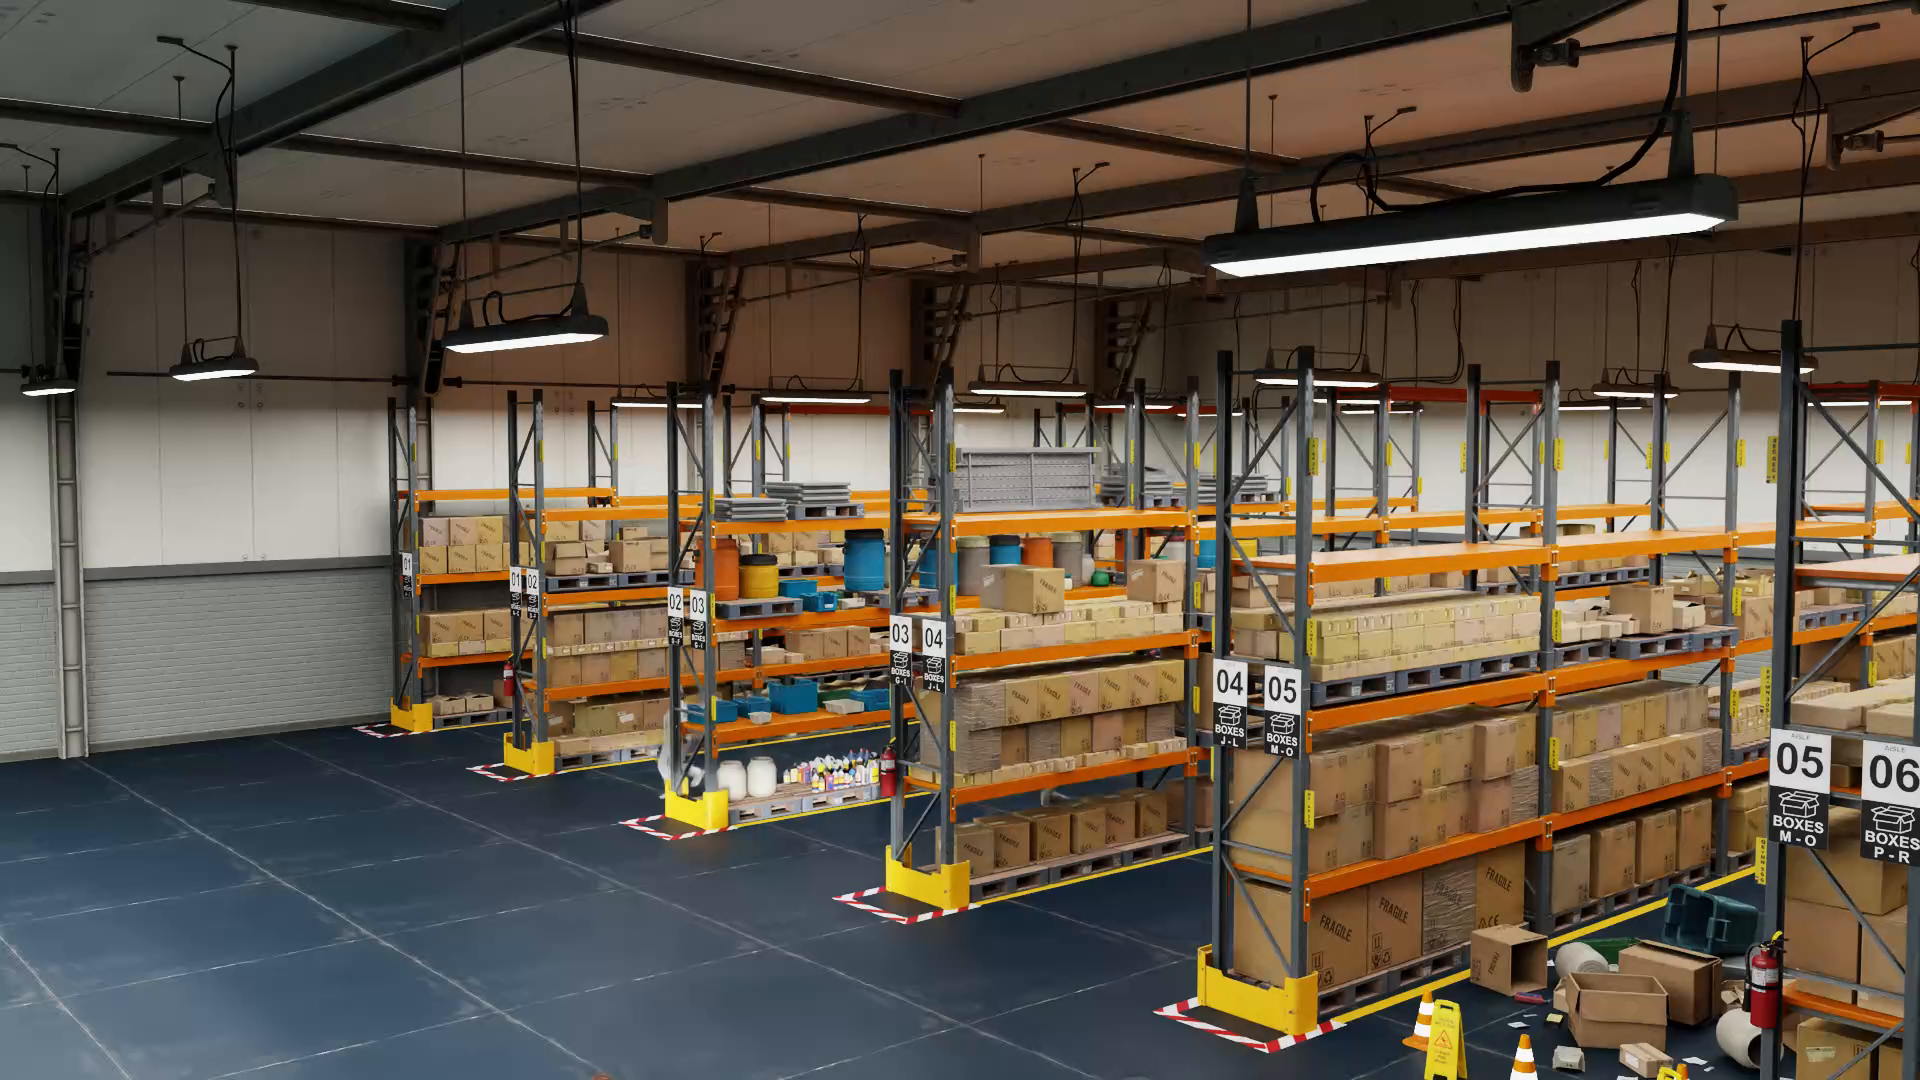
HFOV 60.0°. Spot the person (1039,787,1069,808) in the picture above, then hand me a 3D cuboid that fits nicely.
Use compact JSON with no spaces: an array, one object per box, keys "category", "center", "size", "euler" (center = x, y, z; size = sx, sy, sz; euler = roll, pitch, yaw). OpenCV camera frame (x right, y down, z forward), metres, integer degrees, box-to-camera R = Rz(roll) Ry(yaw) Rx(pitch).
[{"category":"person","center":[1.250,3.049,22.183],"size":[0.617,1.682,0.747],"euler":[3,5,44]}]

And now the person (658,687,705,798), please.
[{"category":"person","center":[-4.115,2.948,24.352],"size":[0.634,1.640,0.644],"euler":[-3,4,-41]}]

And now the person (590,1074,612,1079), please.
[{"category":"person","center":[-2.025,3.796,9.356],"size":[0.526,1.612,0.842],"euler":[0,3,-8]}]

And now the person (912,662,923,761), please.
[{"category":"person","center":[-0.547,2.669,27.323],"size":[0.685,1.831,0.831],"euler":[3,5,43]}]
